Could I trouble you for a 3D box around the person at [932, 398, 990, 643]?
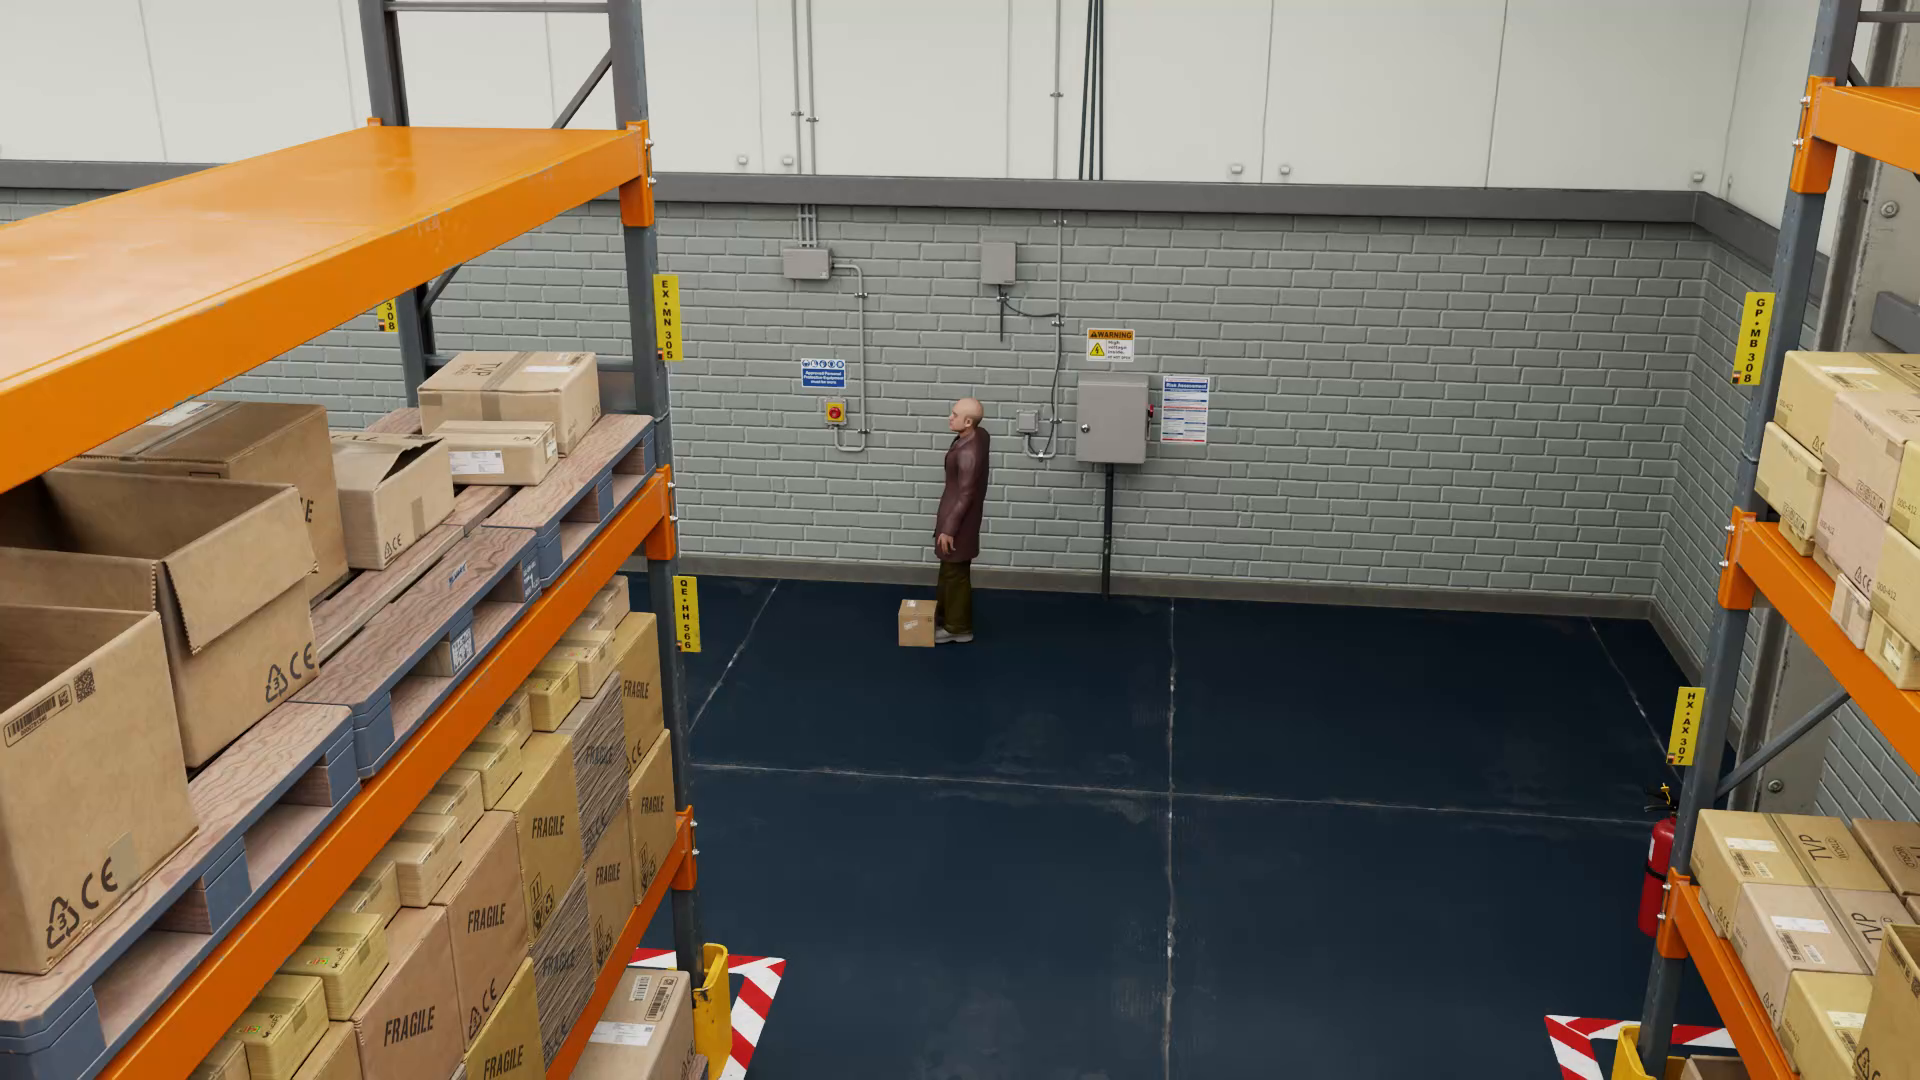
[{"bbox_3d":[-0.098,-0.135,11.431,0.580,1.777,0.698,2,21,6],"label":"person"}]
